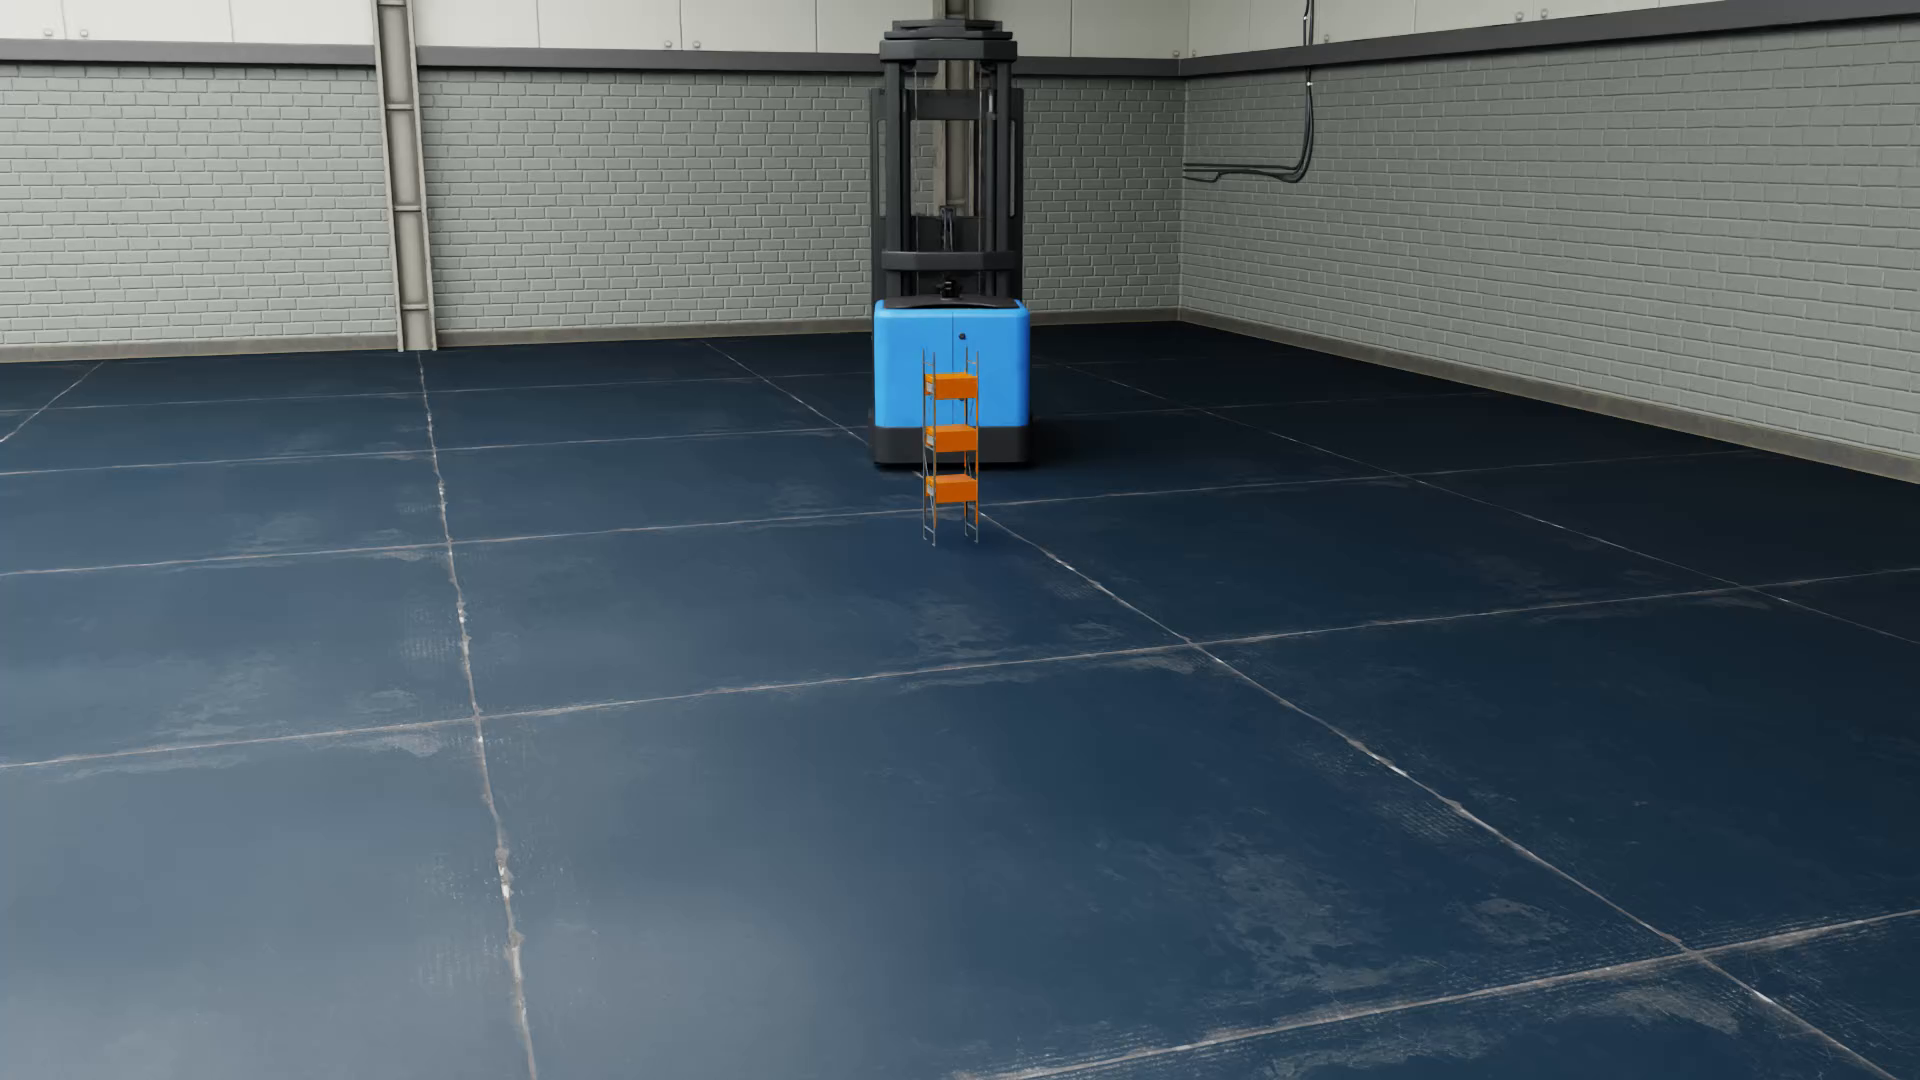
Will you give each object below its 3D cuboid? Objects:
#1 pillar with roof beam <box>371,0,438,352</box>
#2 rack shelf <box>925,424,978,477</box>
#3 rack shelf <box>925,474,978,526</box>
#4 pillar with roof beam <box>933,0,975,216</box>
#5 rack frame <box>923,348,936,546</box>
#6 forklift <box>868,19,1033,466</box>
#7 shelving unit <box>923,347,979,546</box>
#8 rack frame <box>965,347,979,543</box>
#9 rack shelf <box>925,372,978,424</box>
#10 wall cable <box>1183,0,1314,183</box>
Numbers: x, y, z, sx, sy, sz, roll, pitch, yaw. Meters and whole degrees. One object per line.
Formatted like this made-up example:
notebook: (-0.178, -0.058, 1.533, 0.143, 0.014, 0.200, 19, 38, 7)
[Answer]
pillar with roof beam: (-4.387, -5.460, 12.652, 0.400, 9.000, 9.100, -4, 14, -18)
rack shelf: (-0.051, -0.497, 9.007, 0.240, 0.259, 0.215, -4, 14, -18)
rack shelf: (-0.051, -0.226, 9.071, 0.240, 0.259, 0.215, -4, 14, -18)
pillar with roof beam: (1.300, -5.903, 14.514, 0.400, 9.000, 9.100, -4, 14, -18)
rack frame: (-0.166, -0.498, 8.967, 0.008, 1.050, 0.200, -4, 14, -18)
forklift: (-0.105, -2.214, 12.115, 1.130, 2.935, 3.031, -1, 13, -2)
shelving unit: (-0.051, -0.507, 9.005, 0.252, 1.050, 0.215, -4, 14, -18)
rack frame: (0.065, -0.516, 9.043, 0.008, 1.050, 0.200, -4, 14, -18)
rack shelf: (-0.051, -0.773, 8.941, 0.240, 0.259, 0.215, -4, 14, -18)
wall cable: (3.140, -5.264, 18.538, 0.112, 2.526, 3.097, -4, 14, -18)
